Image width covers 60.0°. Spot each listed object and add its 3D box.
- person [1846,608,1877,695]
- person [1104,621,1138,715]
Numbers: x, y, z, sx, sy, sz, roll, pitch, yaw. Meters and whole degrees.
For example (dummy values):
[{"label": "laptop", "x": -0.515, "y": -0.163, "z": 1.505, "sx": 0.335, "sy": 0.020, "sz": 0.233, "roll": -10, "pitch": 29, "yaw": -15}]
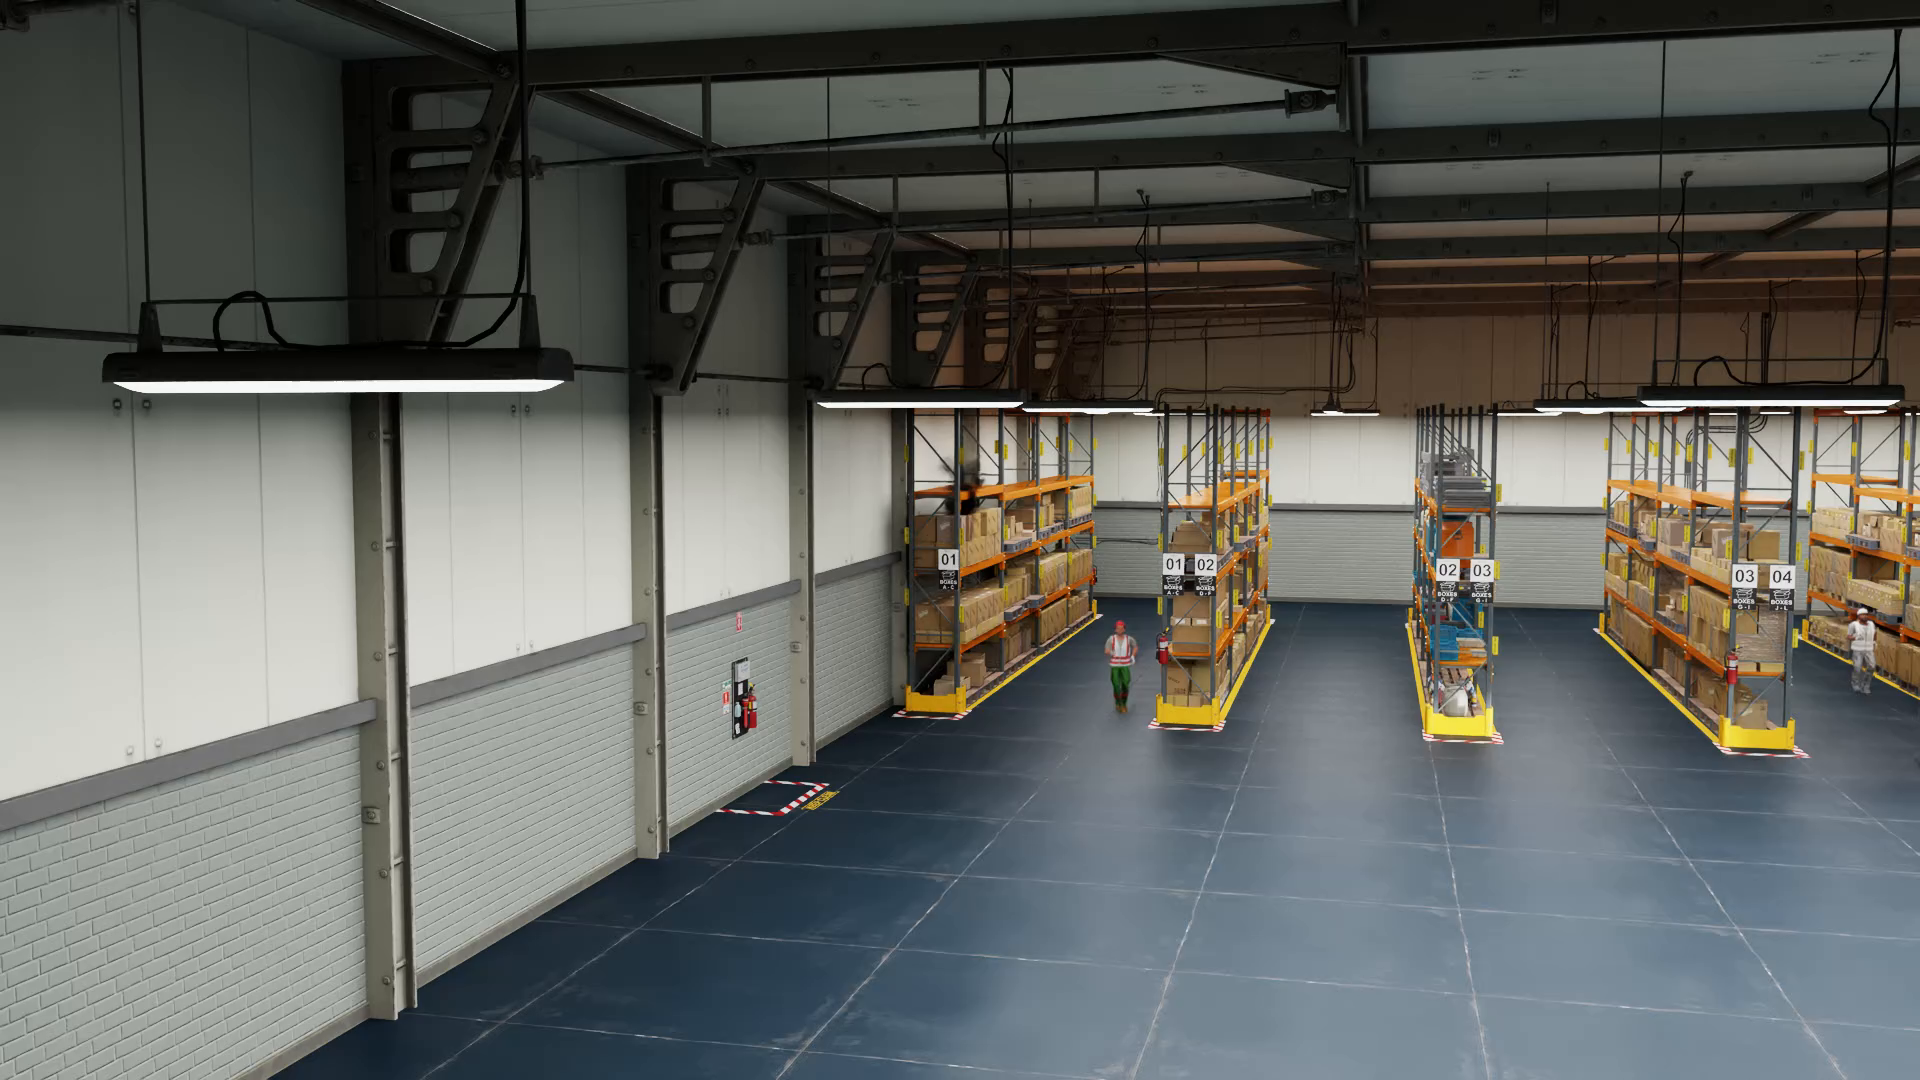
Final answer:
[{"label": "person", "x": 18.771, "y": 2.323, "z": 34.544, "sx": 0.659, "sy": 1.807, "sz": 0.685, "roll": 1, "pitch": 4, "yaw": 11}, {"label": "person", "x": 3.117, "y": 2.484, "z": 32.304, "sx": 0.632, "sy": 1.814, "sz": 0.680, "roll": 1, "pitch": 4, "yaw": 9}]
